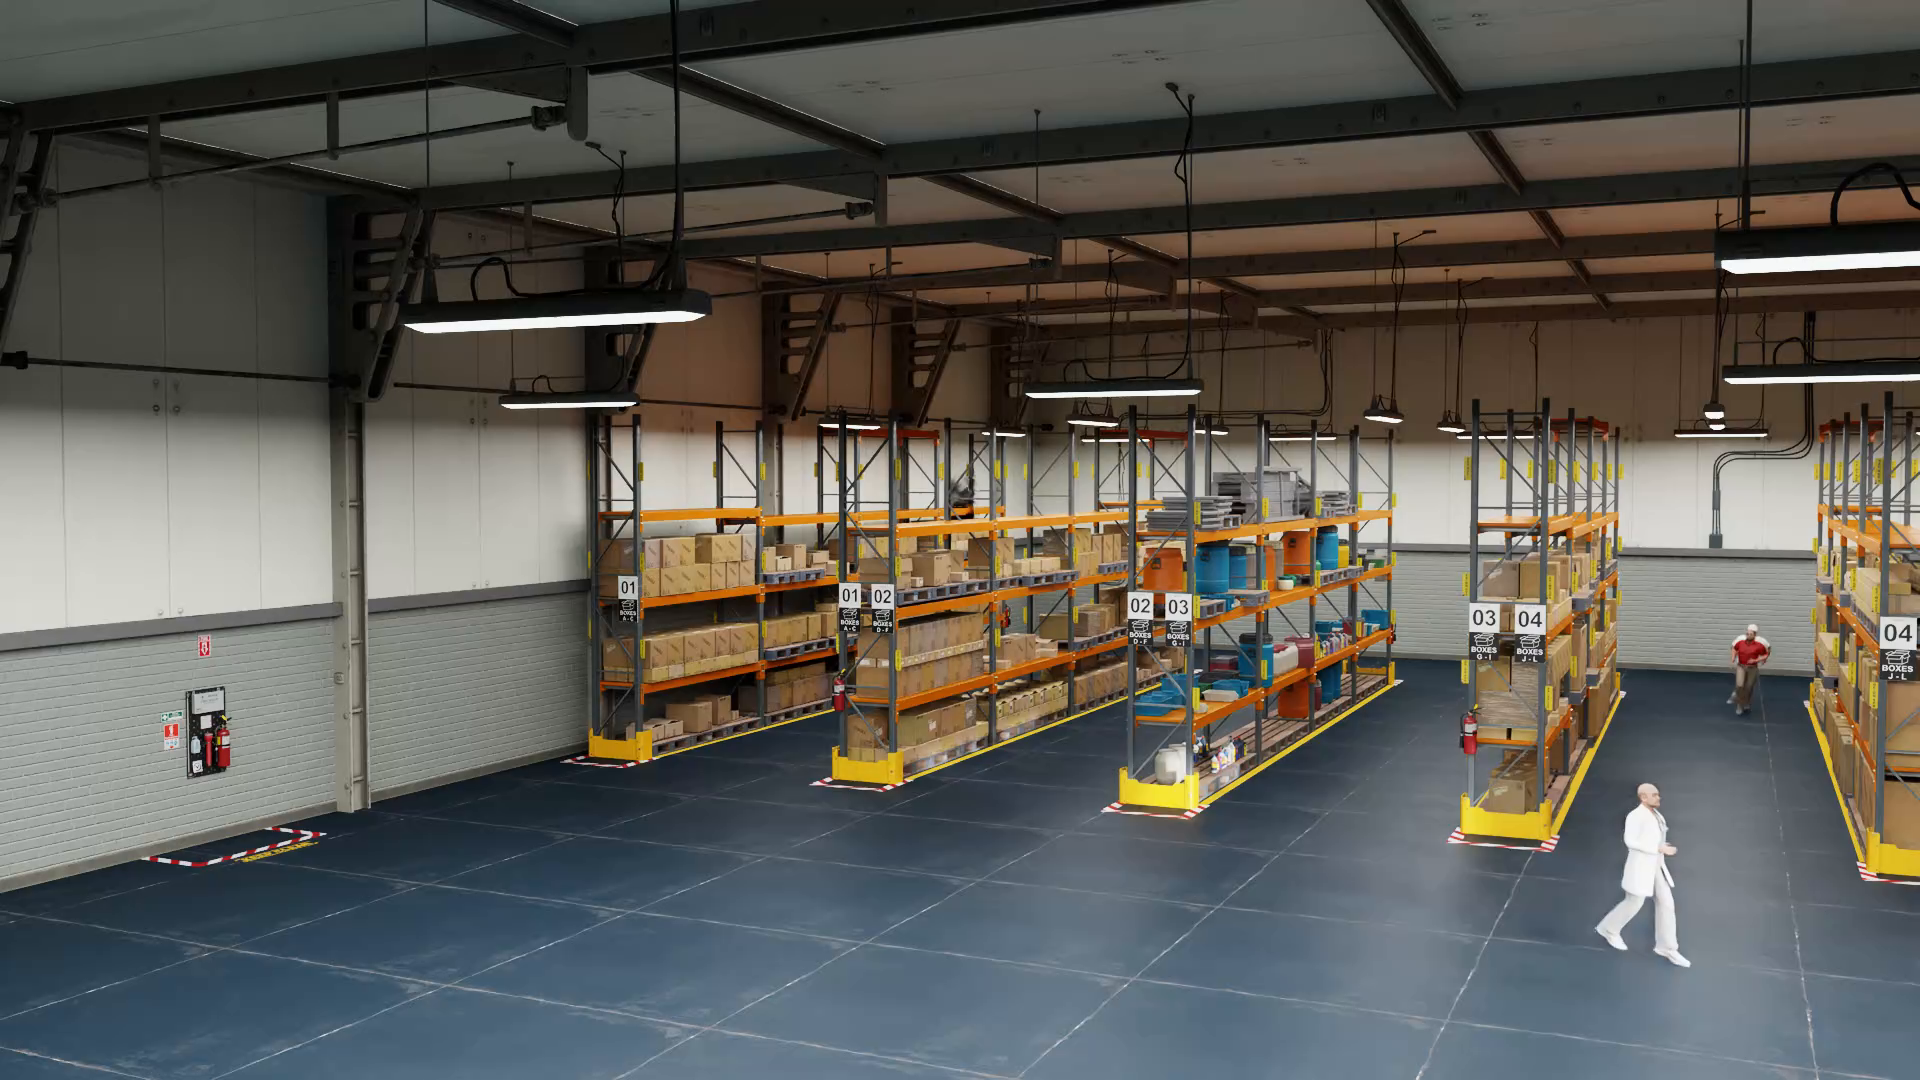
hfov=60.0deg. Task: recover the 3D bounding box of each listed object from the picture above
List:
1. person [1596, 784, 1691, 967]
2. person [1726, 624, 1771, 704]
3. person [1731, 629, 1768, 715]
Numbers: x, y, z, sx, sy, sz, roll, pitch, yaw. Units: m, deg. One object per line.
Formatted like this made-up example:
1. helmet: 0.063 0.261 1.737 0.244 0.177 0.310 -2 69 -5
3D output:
1. person: 7.009 3.391 17.093 0.692 1.791 0.958 -2 3 -36
2. person: 17.014 2.678 35.935 0.899 1.745 0.796 -2 3 -43
3. person: 16.375 2.743 34.490 0.691 1.797 0.712 1 3 32
